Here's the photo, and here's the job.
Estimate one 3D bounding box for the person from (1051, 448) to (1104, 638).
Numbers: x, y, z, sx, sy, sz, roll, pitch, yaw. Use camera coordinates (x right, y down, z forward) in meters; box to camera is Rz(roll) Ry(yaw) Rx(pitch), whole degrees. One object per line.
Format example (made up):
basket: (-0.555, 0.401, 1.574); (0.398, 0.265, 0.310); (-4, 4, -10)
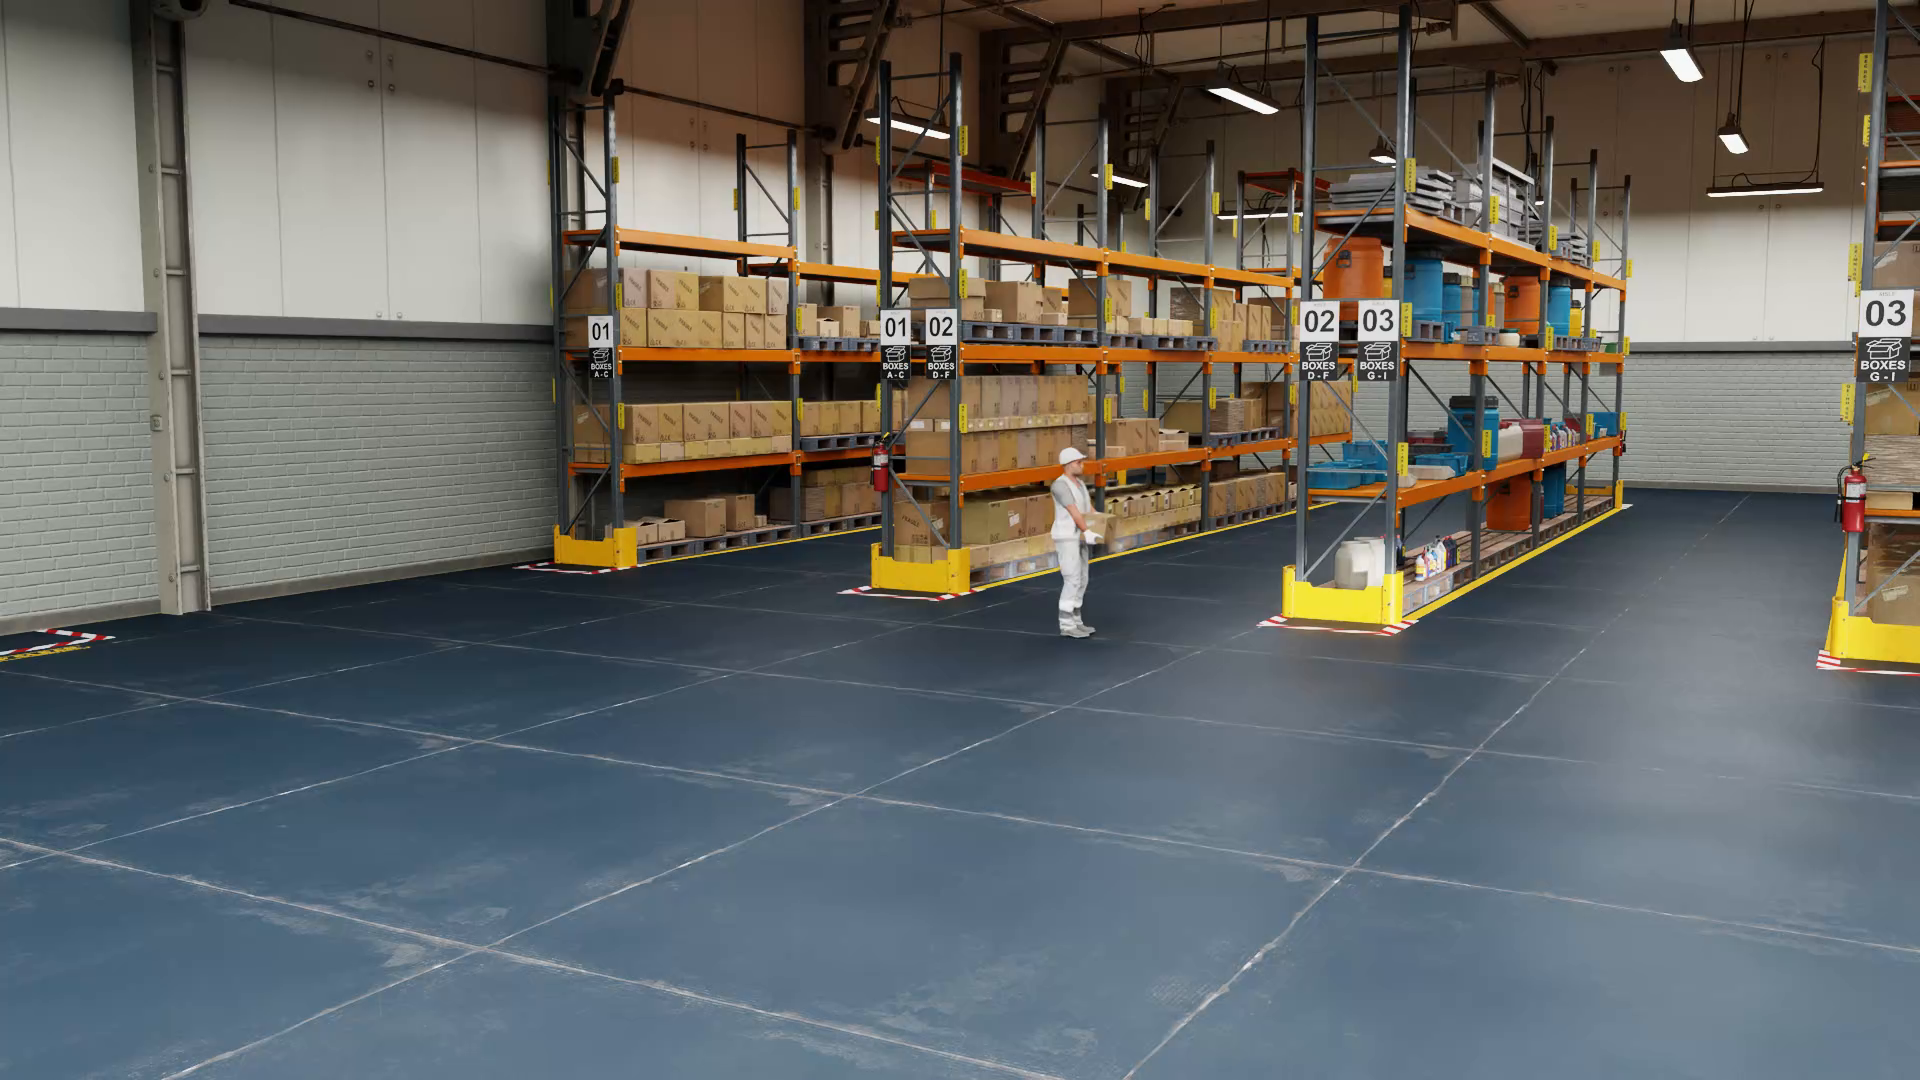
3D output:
person: (1.161, 0.021, 15.759); (0.559, 1.786, 0.495); (3, 7, 29)
